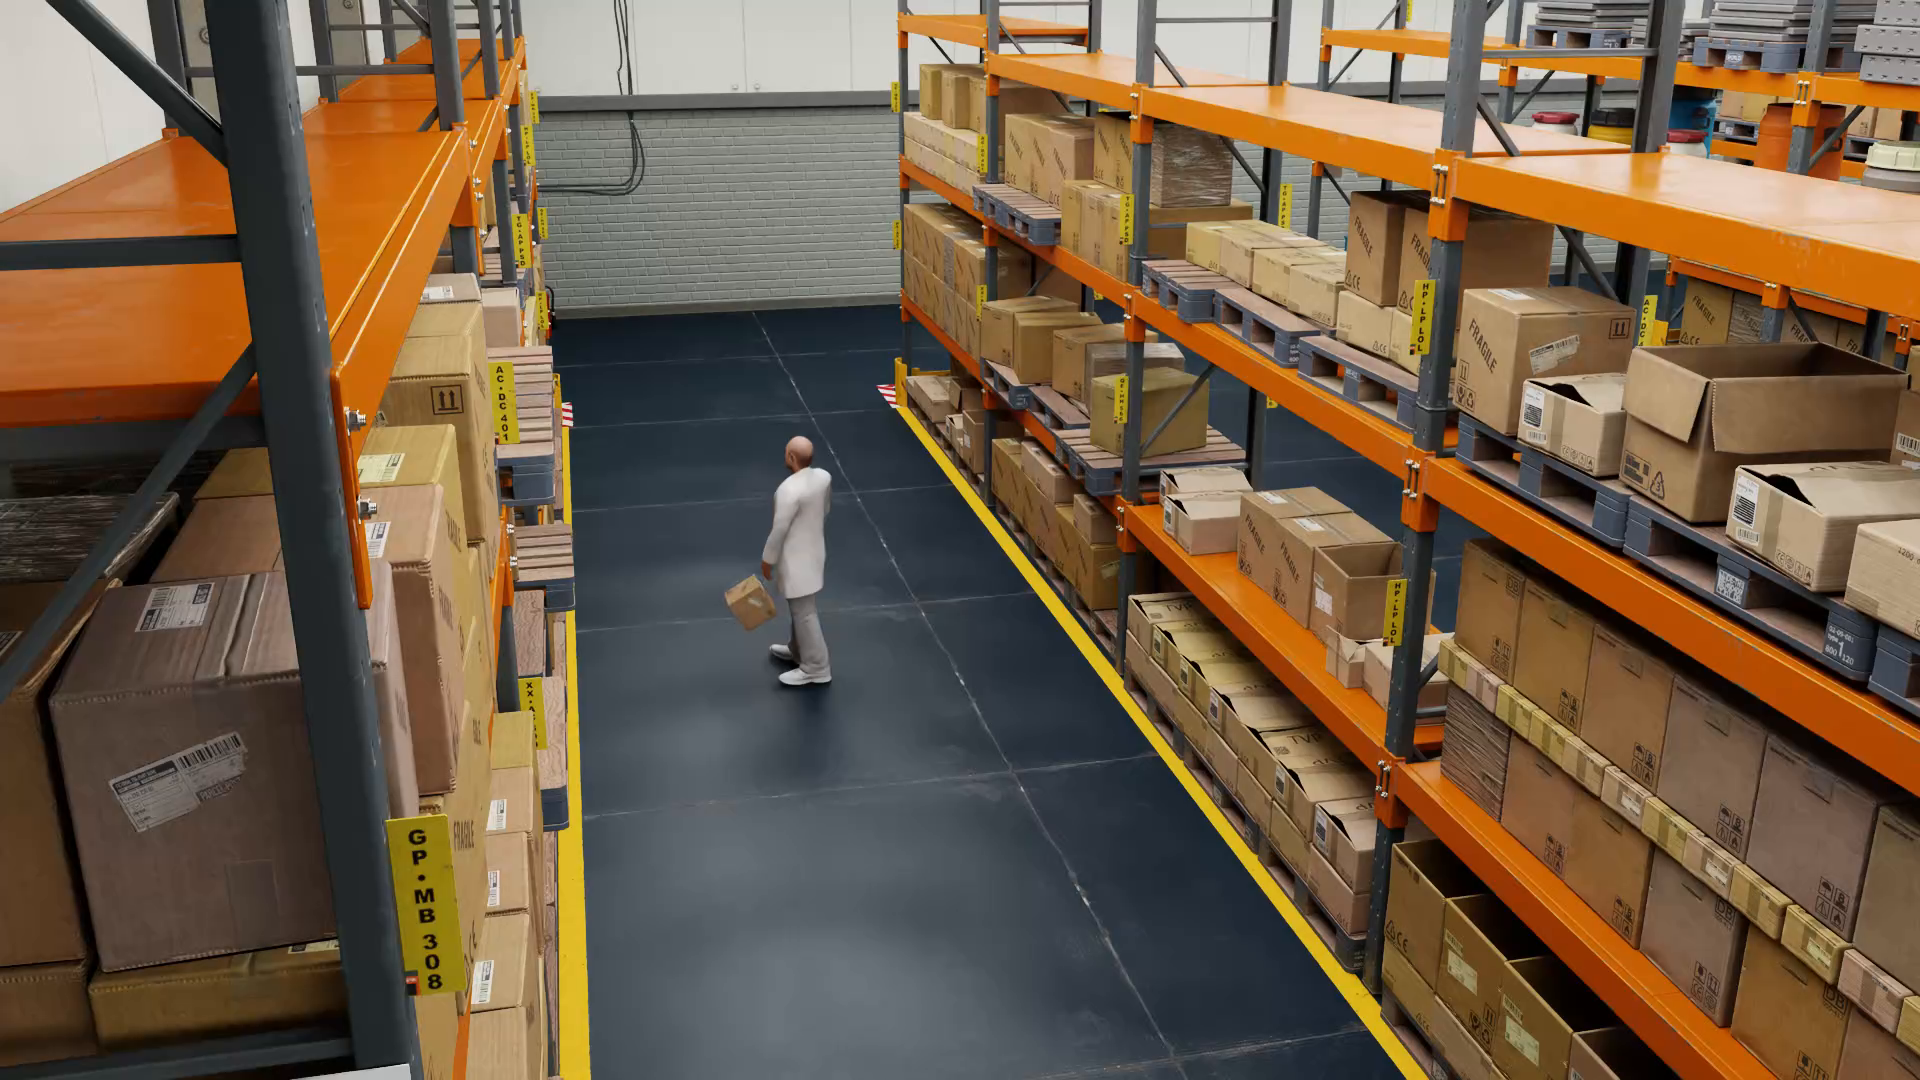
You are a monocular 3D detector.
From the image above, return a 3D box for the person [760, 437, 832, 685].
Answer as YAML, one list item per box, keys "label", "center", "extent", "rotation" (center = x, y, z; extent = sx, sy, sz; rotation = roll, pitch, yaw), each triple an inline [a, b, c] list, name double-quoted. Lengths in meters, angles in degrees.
- label: "person"
  center: [-1.181, 0.111, 11.744]
  extent: [0.656, 1.774, 0.655]
  rotation: [10, 22, 26]
